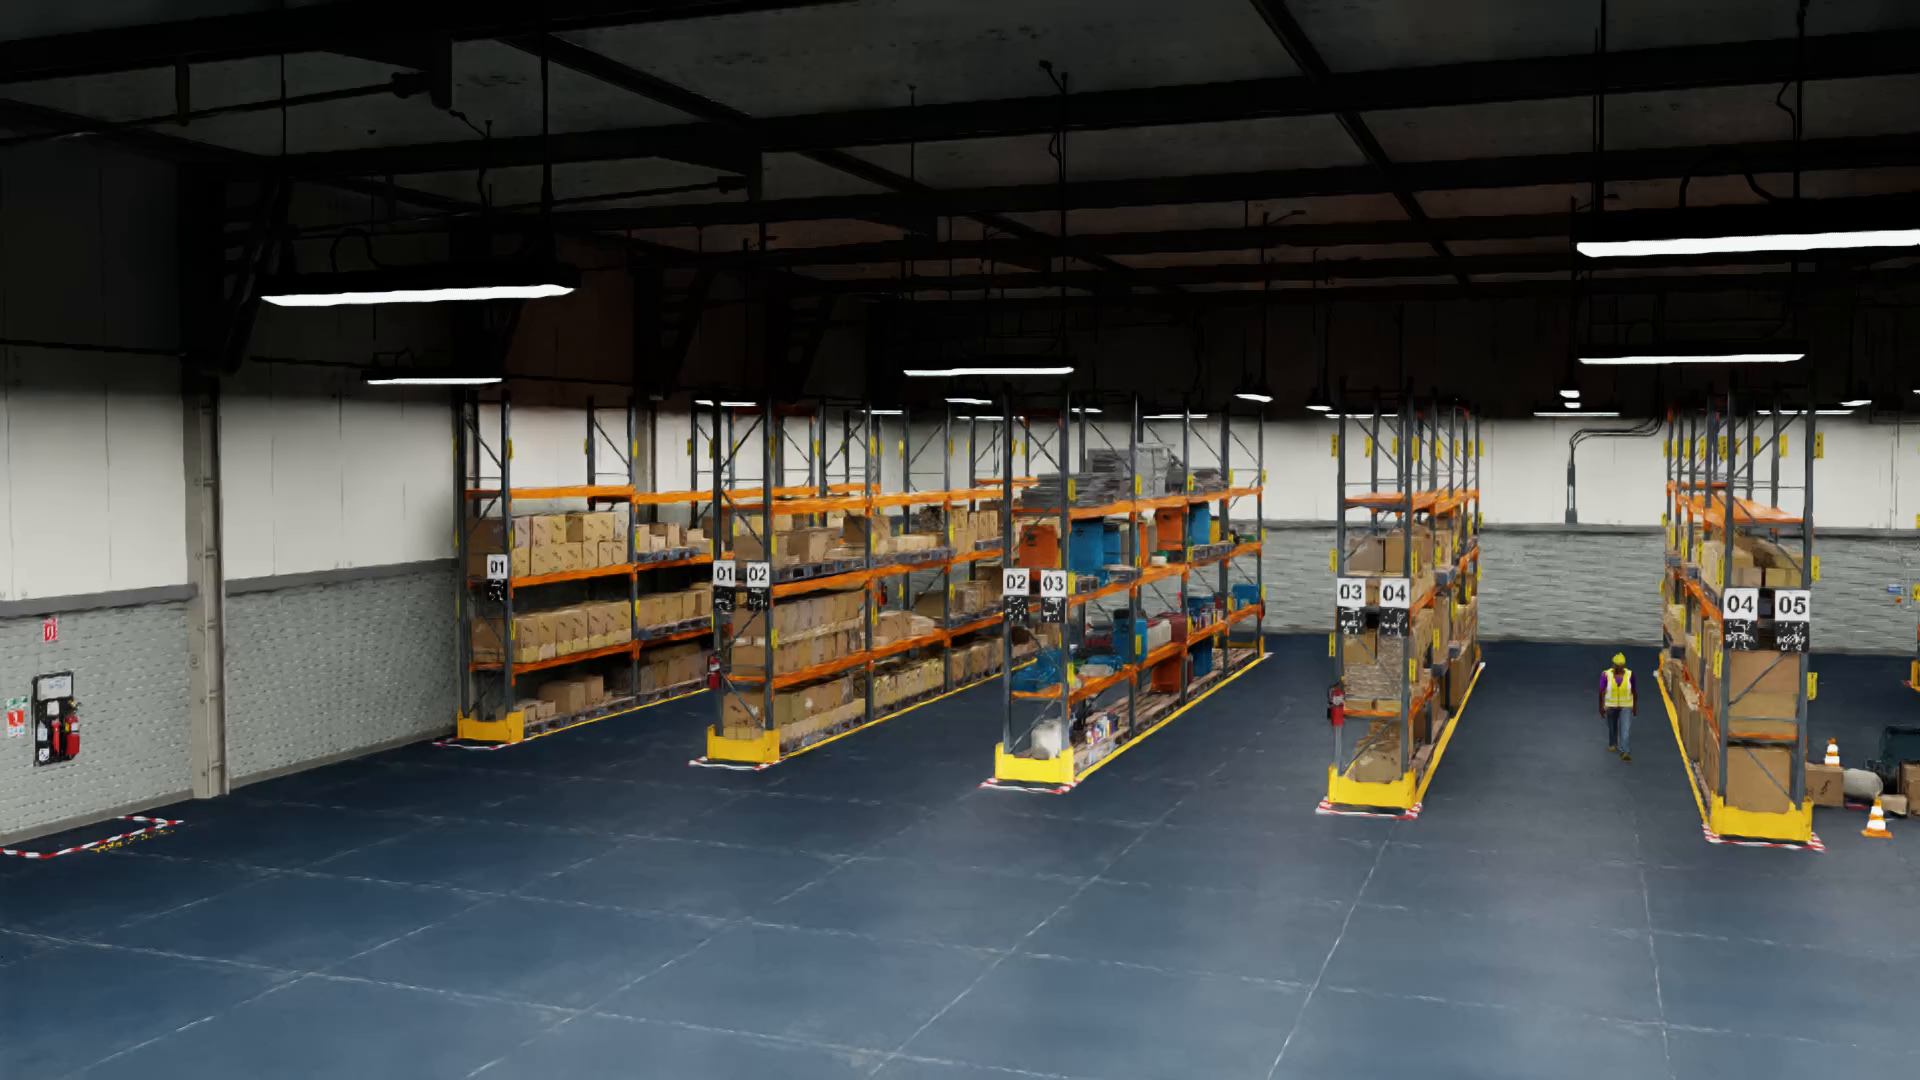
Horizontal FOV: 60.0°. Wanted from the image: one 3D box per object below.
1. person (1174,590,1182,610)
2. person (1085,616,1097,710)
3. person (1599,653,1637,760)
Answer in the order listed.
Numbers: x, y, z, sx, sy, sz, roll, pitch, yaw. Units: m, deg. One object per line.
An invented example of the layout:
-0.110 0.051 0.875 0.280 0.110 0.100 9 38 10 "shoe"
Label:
5.017 2.018 37.758 0.582 1.785 0.664 3 4 41 "person"
2.456 2.339 31.847 0.550 1.787 0.628 2 4 36 "person"
10.627 2.665 26.879 0.577 1.691 1.121 1 3 23 "person"
